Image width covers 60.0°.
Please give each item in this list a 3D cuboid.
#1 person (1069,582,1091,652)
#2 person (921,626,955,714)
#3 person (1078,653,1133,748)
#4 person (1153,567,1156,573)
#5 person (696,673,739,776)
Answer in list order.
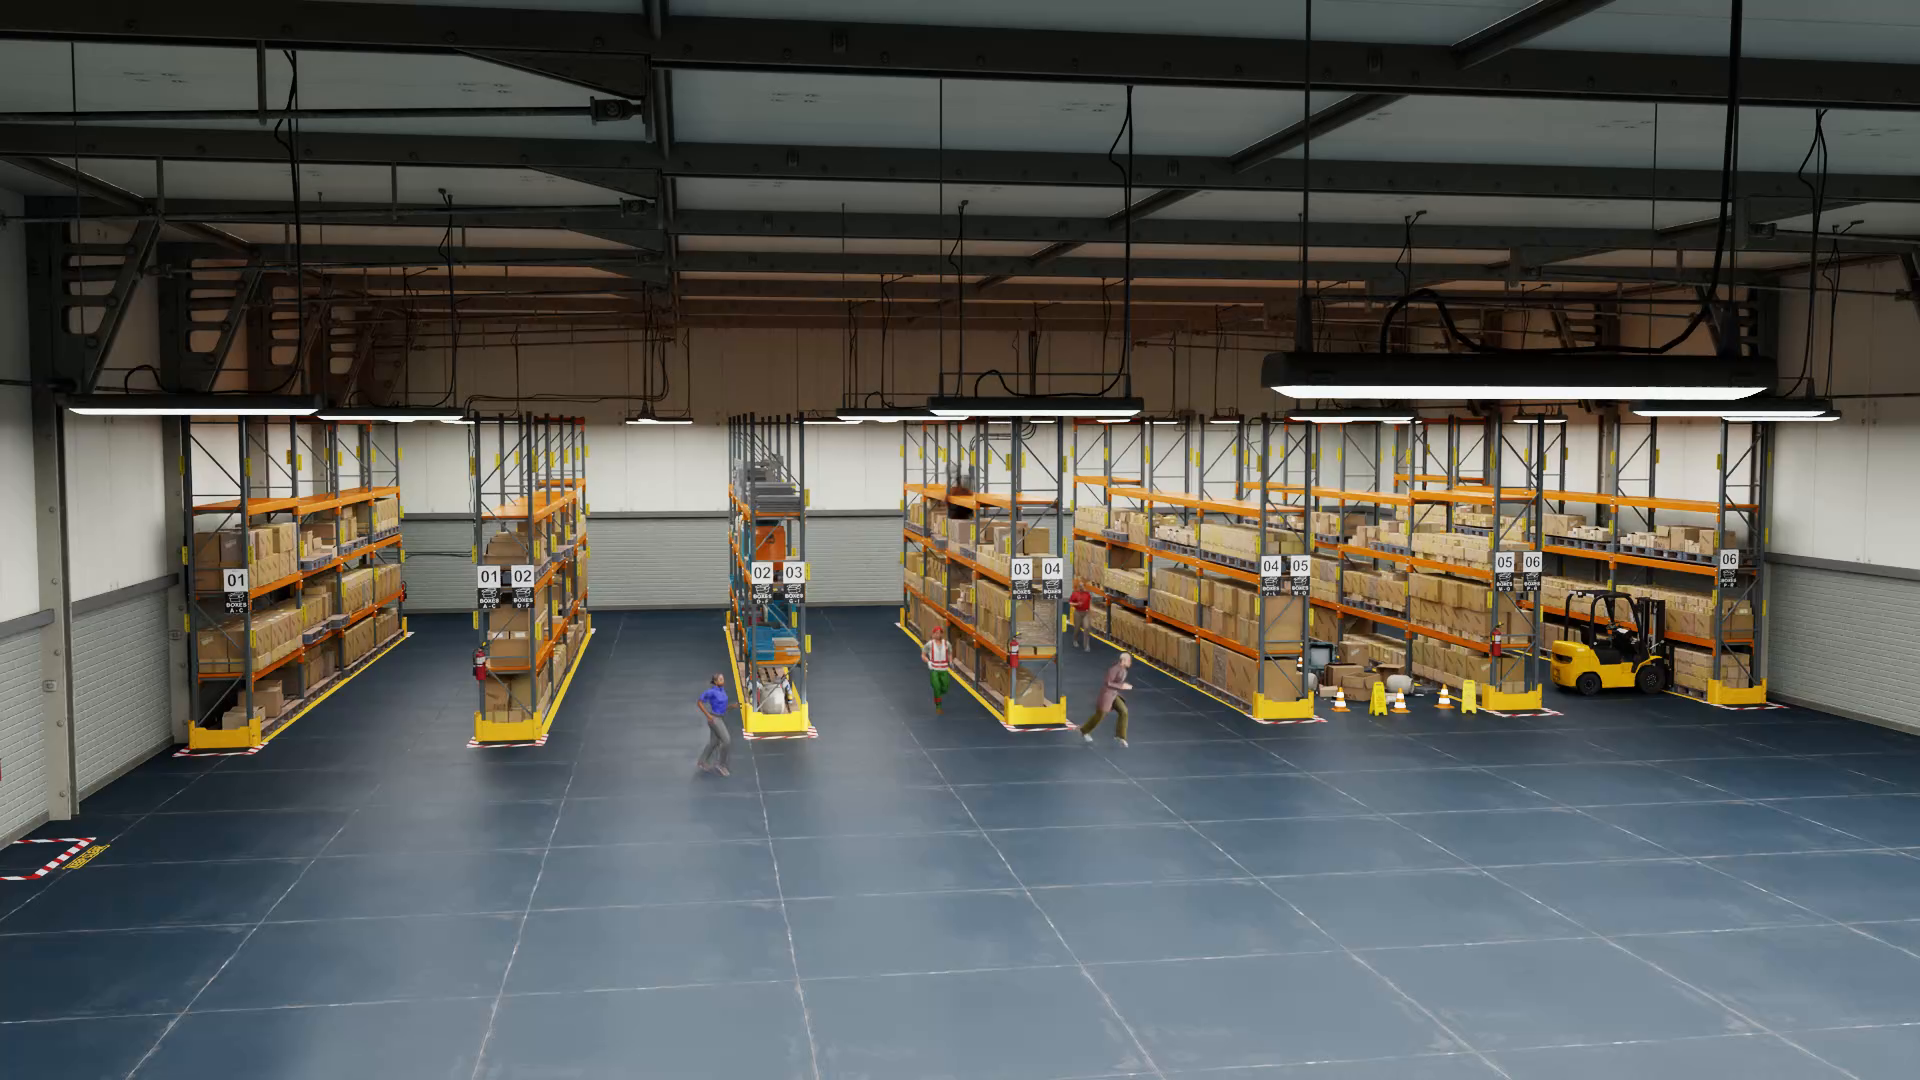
[{"bbox_3d":[3.113,1.944,42.617,0.653,1.752,0.898,-1,4,-11],"label":"person"},{"bbox_3d":[-0.452,2.593,33.337,0.656,1.745,0.615,-1,4,-13],"label":"person"},{"bbox_3d":[2.628,2.873,29.893,1.071,1.743,0.750,2,4,27],"label":"person"},{"bbox_3d":[5.641,1.637,47.976,0.598,1.662,0.611,-2,4,-24],"label":"person"},{"bbox_3d":[-4.004,3.043,27.422,0.741,1.716,0.555,1,4,13],"label":"person"}]
